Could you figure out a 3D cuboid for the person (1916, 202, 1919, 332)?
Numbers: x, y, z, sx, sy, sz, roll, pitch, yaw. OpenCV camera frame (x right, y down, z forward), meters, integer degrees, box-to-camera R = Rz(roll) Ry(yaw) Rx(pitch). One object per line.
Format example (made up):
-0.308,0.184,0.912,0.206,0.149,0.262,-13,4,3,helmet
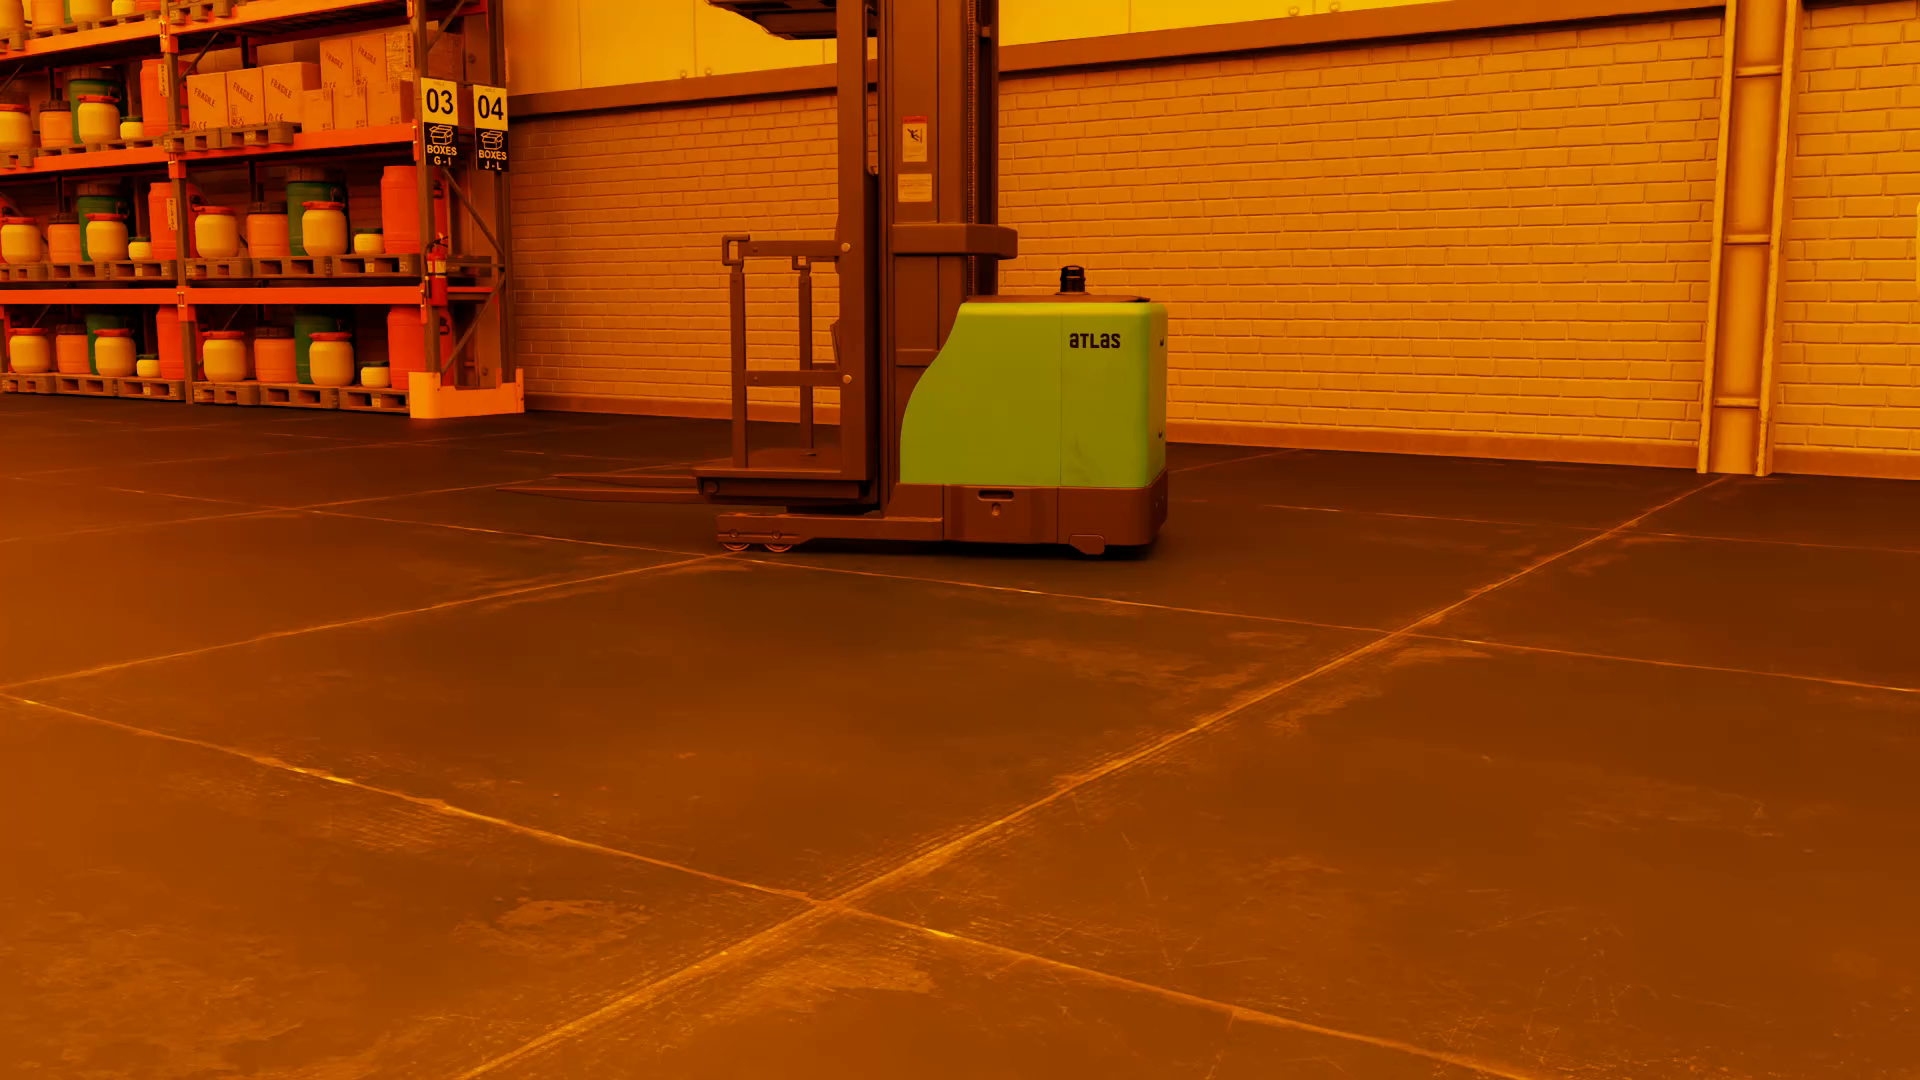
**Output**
3.001,-0.487,4.700,0.576,1.766,0.666,3,9,22,person

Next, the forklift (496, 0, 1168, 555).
-0.596,-1.469,7.520,3.031,2.935,1.130,2,8,12,forklift
